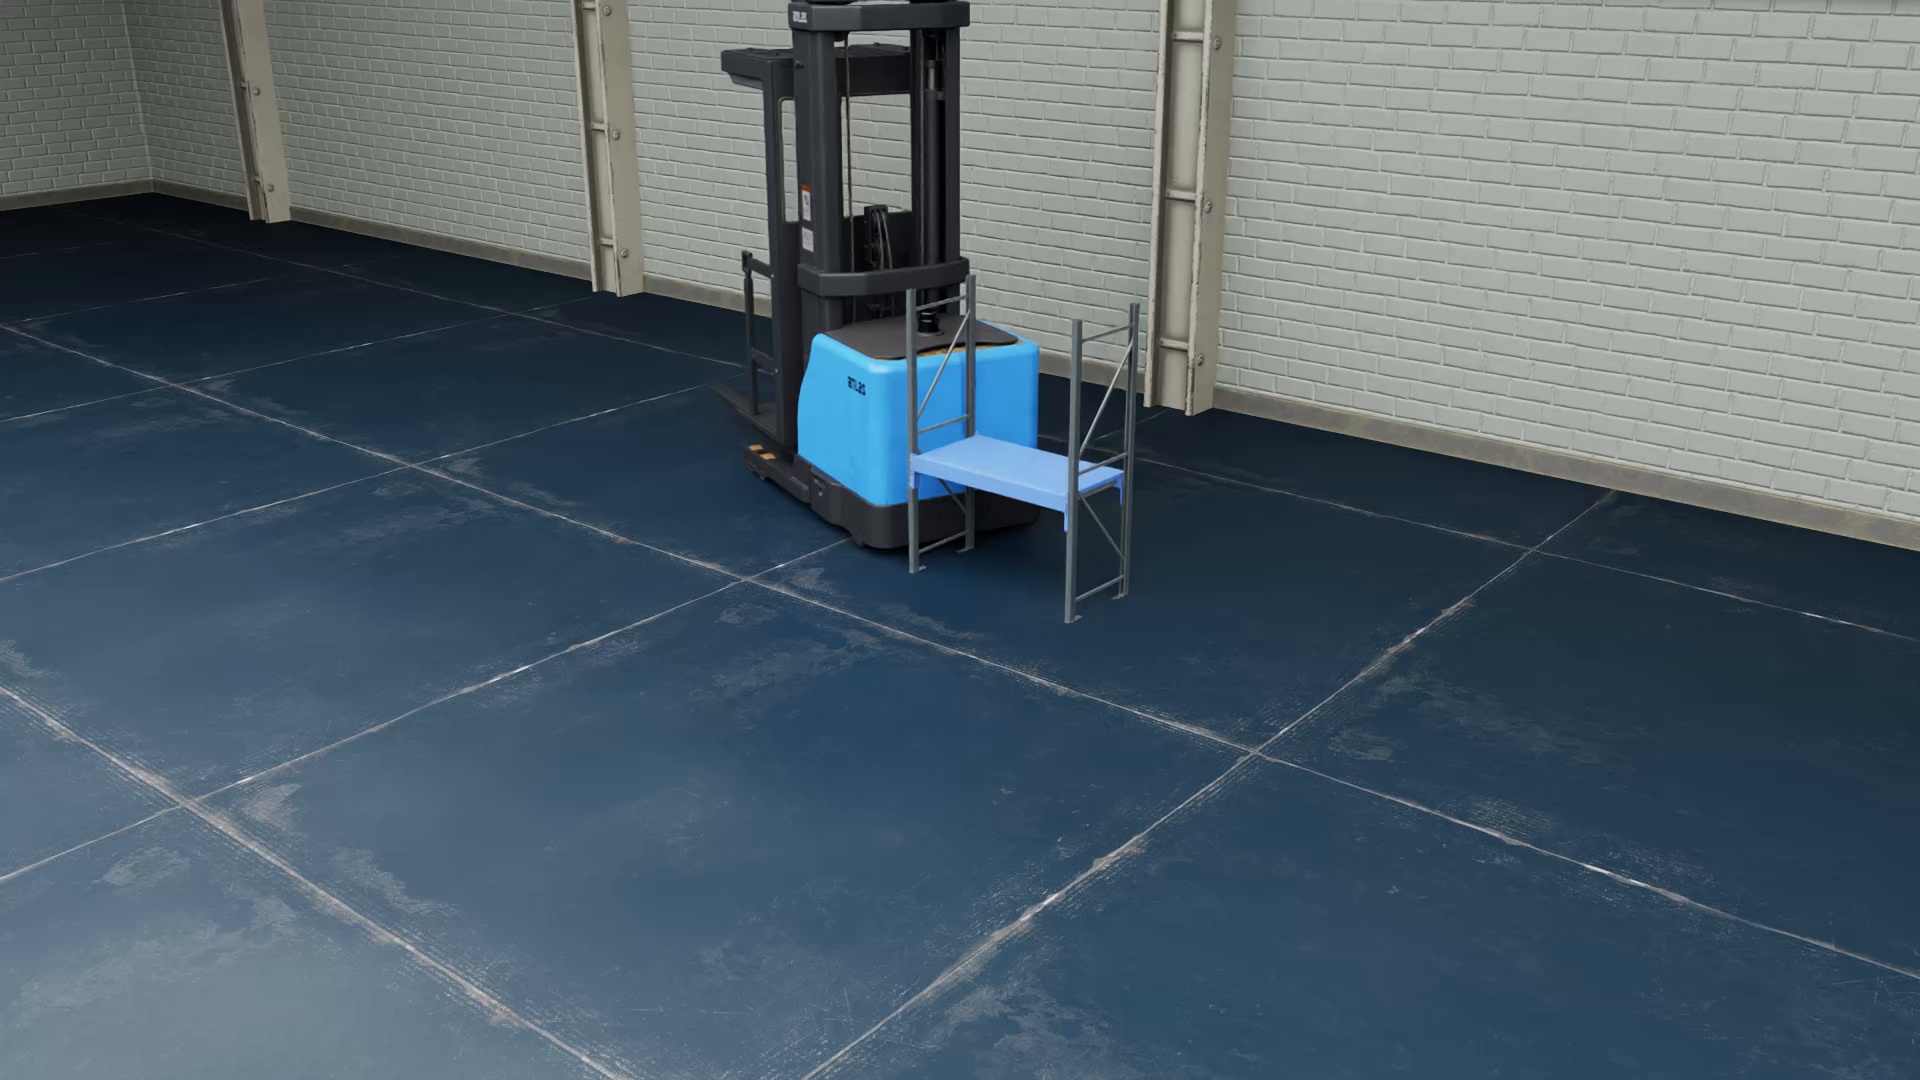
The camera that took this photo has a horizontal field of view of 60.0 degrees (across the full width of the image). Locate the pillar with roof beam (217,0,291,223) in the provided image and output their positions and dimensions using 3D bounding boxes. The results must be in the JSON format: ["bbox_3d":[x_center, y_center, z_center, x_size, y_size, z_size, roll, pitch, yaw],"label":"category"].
[{"bbox_3d":[-10.485,-6.649,14.048,0.400,9.000,9.100,16,26,36],"label":"pillar with roof beam"}]

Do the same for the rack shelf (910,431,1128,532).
[{"bbox_3d":[0.294,-0.308,8.369,1.000,0.185,0.538,17,26,37],"label":"rack shelf"}]

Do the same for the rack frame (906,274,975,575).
[{"bbox_3d":[-0.093,-0.592,8.613,0.032,1.500,0.500,17,26,37],"label":"rack frame"}]

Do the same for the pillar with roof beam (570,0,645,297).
[{"bbox_3d":[-5.837,-5.311,10.498,0.400,9.000,9.100,16,26,36],"label":"pillar with roof beam"}]

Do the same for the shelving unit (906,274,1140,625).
[{"bbox_3d":[0.294,-0.476,8.305,1.048,1.500,0.538,17,26,37],"label":"shelving unit"}]

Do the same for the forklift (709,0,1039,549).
[{"bbox_3d":[-0.698,-1.802,9.793,1.130,2.935,3.031,-11,23,-26],"label":"forklift"}]

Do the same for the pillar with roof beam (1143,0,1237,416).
[{"bbox_3d":[-1.188,-3.972,6.948,0.400,9.000,9.100,16,26,36],"label":"pillar with roof beam"}]

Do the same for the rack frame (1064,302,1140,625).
[{"bbox_3d":[0.682,-0.360,7.997,0.032,1.500,0.500,17,26,37],"label":"rack frame"}]
